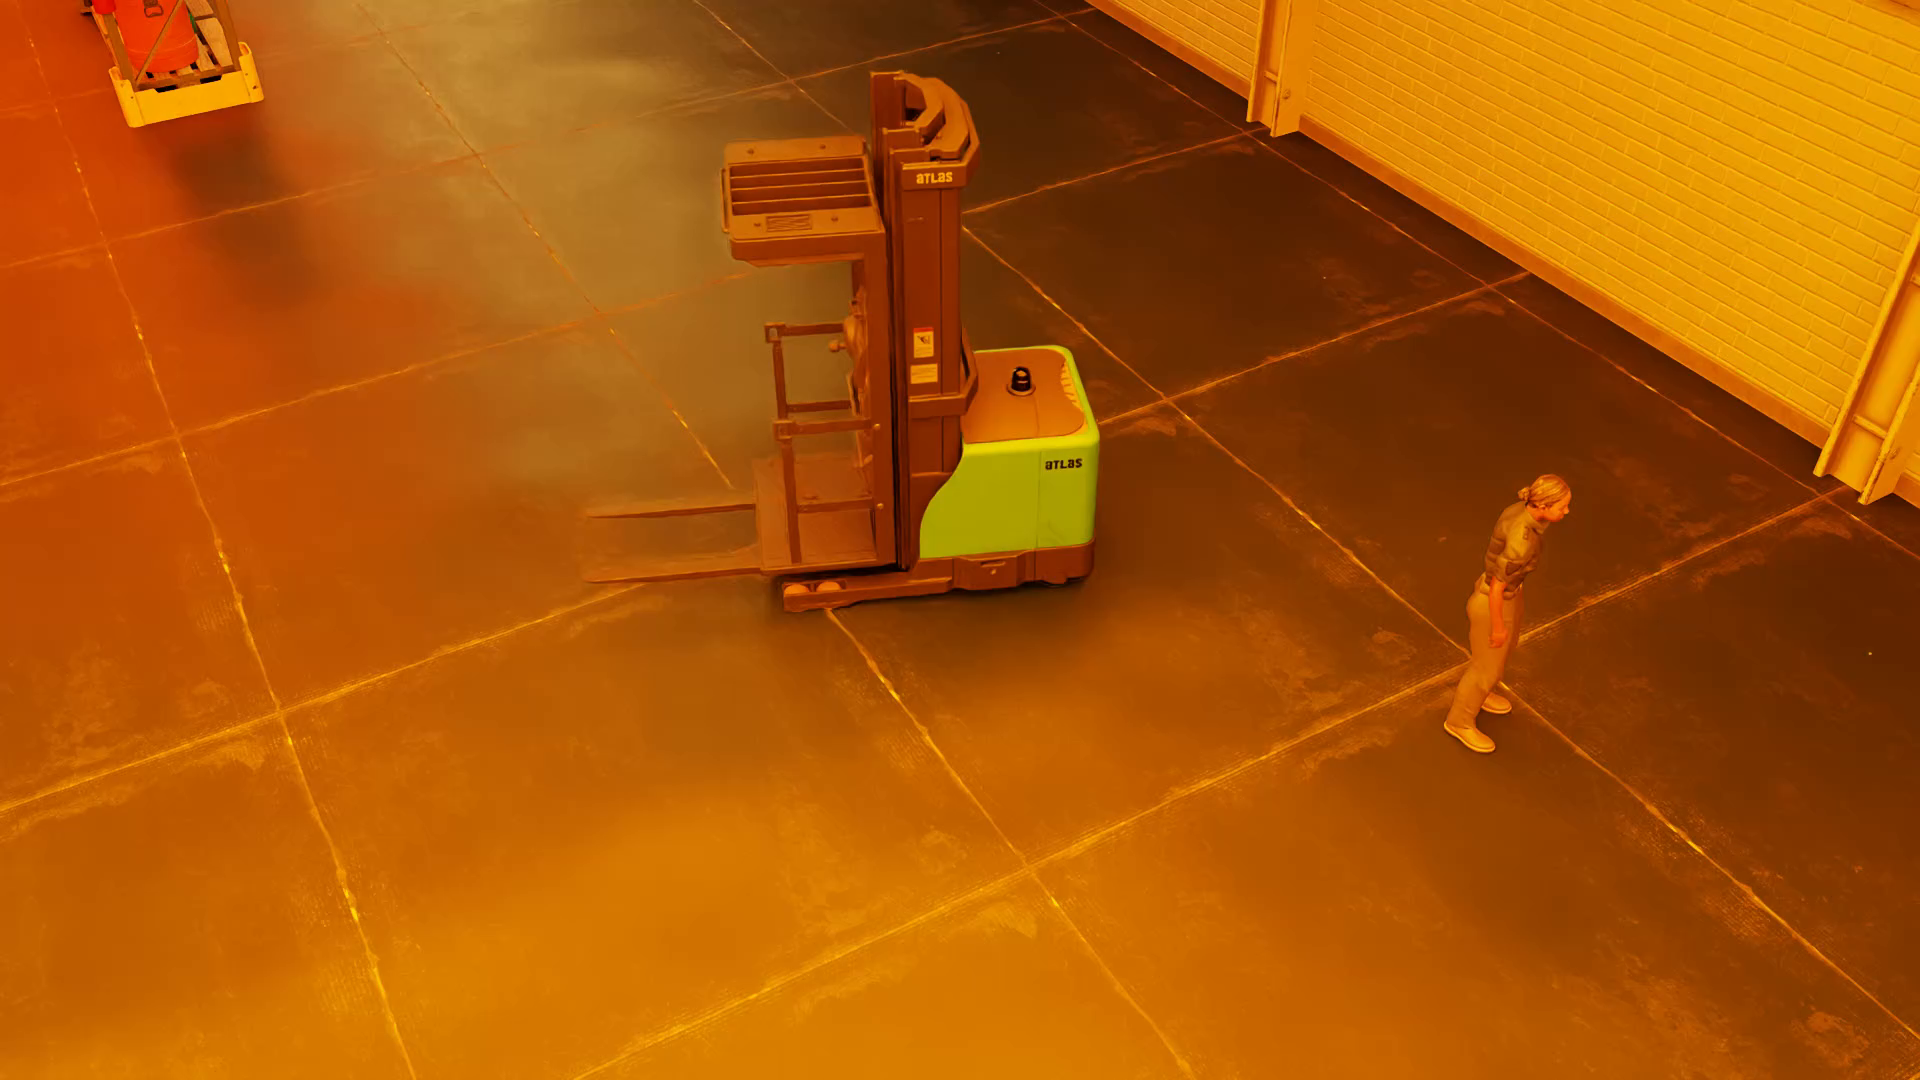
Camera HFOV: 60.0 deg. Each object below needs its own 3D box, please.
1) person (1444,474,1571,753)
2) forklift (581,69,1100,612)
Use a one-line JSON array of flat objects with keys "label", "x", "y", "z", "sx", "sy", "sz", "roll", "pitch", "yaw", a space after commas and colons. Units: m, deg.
[{"label": "person", "x": 2.826, "y": 0.336, "z": 8.633, "sx": 0.351, "sy": 1.653, "sz": 0.525, "roll": 18, "pitch": 43, "yaw": 20}, {"label": "forklift", "x": -0.753, "y": -1.062, "z": 9.316, "sx": 3.031, "sy": 2.935, "sz": 1.130, "roll": -5, "pitch": 40, "yaw": -6}]
